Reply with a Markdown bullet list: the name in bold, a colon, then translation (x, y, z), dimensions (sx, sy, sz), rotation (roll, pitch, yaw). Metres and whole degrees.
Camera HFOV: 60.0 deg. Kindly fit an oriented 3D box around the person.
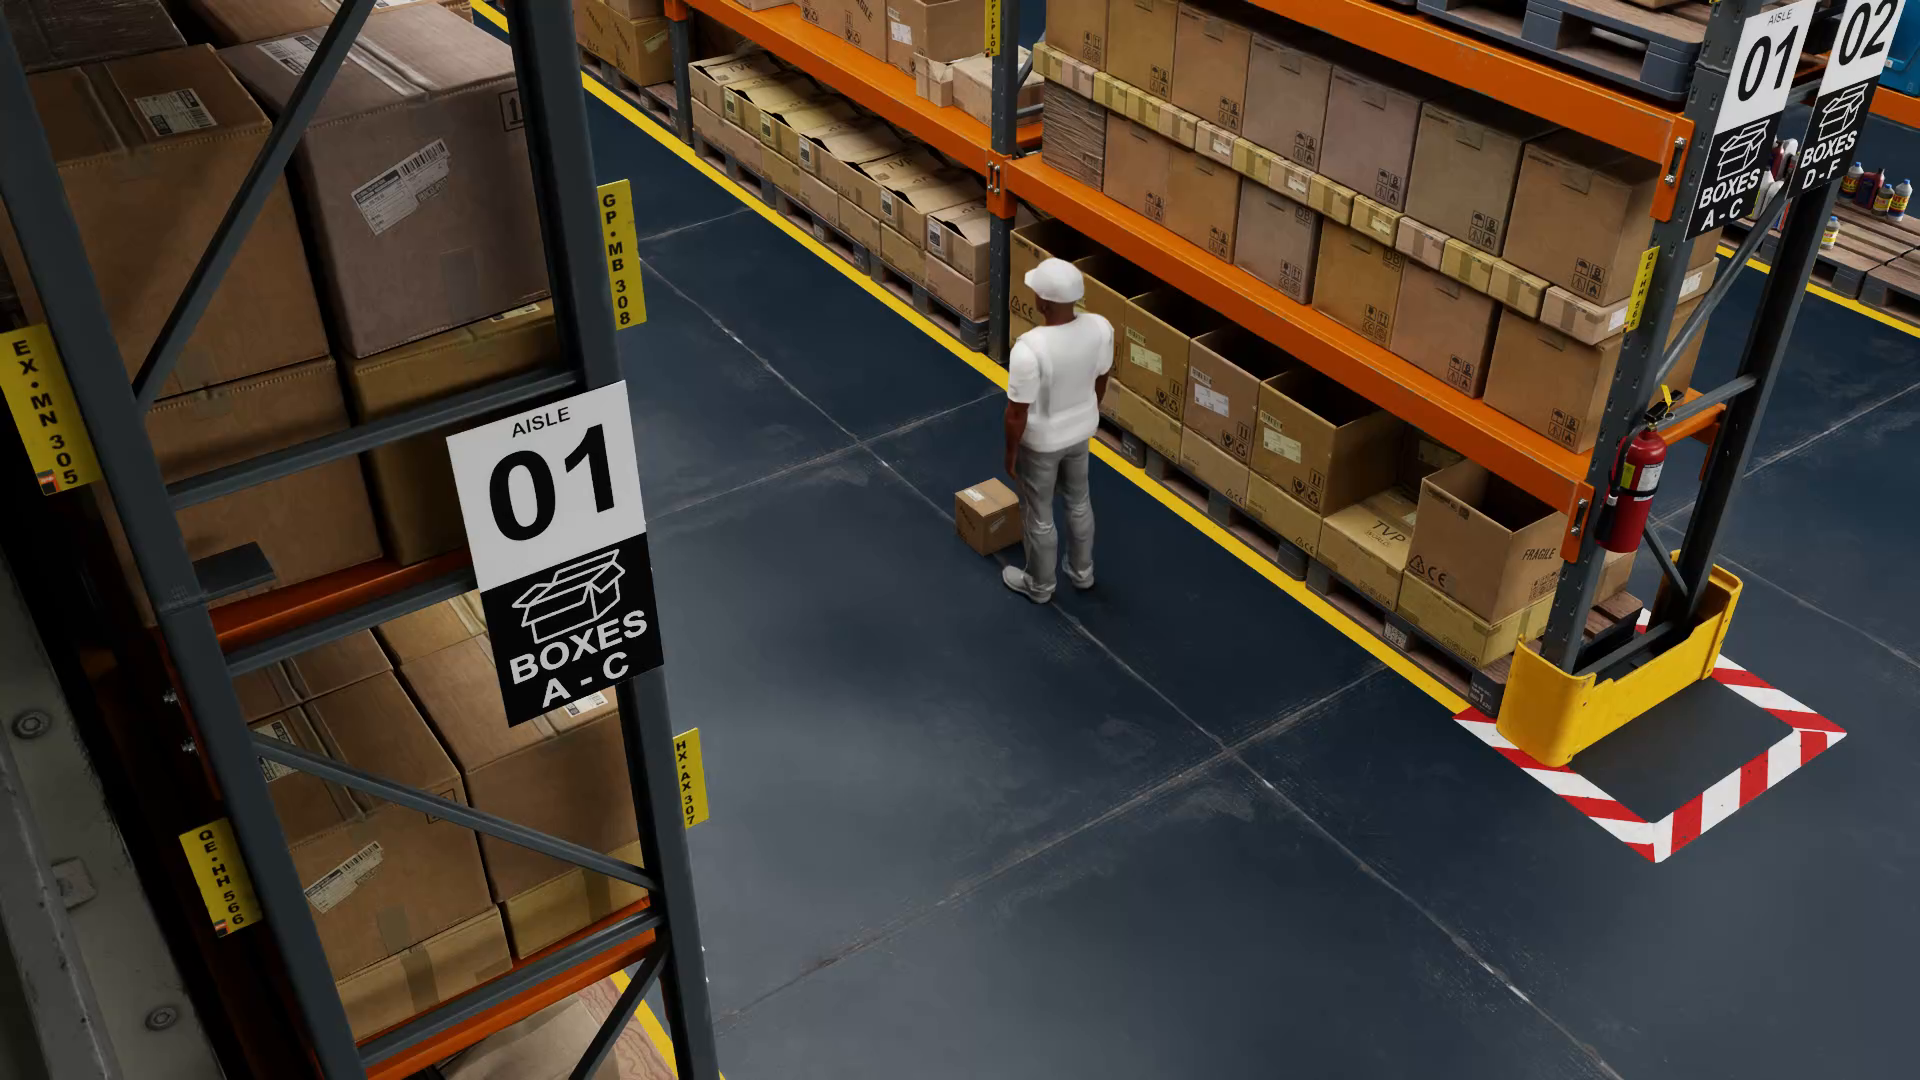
- **person**: translation (0.421, -0.489, 7.657), dimensions (0.577, 1.784, 0.366), rotation (-22, 41, -27)
